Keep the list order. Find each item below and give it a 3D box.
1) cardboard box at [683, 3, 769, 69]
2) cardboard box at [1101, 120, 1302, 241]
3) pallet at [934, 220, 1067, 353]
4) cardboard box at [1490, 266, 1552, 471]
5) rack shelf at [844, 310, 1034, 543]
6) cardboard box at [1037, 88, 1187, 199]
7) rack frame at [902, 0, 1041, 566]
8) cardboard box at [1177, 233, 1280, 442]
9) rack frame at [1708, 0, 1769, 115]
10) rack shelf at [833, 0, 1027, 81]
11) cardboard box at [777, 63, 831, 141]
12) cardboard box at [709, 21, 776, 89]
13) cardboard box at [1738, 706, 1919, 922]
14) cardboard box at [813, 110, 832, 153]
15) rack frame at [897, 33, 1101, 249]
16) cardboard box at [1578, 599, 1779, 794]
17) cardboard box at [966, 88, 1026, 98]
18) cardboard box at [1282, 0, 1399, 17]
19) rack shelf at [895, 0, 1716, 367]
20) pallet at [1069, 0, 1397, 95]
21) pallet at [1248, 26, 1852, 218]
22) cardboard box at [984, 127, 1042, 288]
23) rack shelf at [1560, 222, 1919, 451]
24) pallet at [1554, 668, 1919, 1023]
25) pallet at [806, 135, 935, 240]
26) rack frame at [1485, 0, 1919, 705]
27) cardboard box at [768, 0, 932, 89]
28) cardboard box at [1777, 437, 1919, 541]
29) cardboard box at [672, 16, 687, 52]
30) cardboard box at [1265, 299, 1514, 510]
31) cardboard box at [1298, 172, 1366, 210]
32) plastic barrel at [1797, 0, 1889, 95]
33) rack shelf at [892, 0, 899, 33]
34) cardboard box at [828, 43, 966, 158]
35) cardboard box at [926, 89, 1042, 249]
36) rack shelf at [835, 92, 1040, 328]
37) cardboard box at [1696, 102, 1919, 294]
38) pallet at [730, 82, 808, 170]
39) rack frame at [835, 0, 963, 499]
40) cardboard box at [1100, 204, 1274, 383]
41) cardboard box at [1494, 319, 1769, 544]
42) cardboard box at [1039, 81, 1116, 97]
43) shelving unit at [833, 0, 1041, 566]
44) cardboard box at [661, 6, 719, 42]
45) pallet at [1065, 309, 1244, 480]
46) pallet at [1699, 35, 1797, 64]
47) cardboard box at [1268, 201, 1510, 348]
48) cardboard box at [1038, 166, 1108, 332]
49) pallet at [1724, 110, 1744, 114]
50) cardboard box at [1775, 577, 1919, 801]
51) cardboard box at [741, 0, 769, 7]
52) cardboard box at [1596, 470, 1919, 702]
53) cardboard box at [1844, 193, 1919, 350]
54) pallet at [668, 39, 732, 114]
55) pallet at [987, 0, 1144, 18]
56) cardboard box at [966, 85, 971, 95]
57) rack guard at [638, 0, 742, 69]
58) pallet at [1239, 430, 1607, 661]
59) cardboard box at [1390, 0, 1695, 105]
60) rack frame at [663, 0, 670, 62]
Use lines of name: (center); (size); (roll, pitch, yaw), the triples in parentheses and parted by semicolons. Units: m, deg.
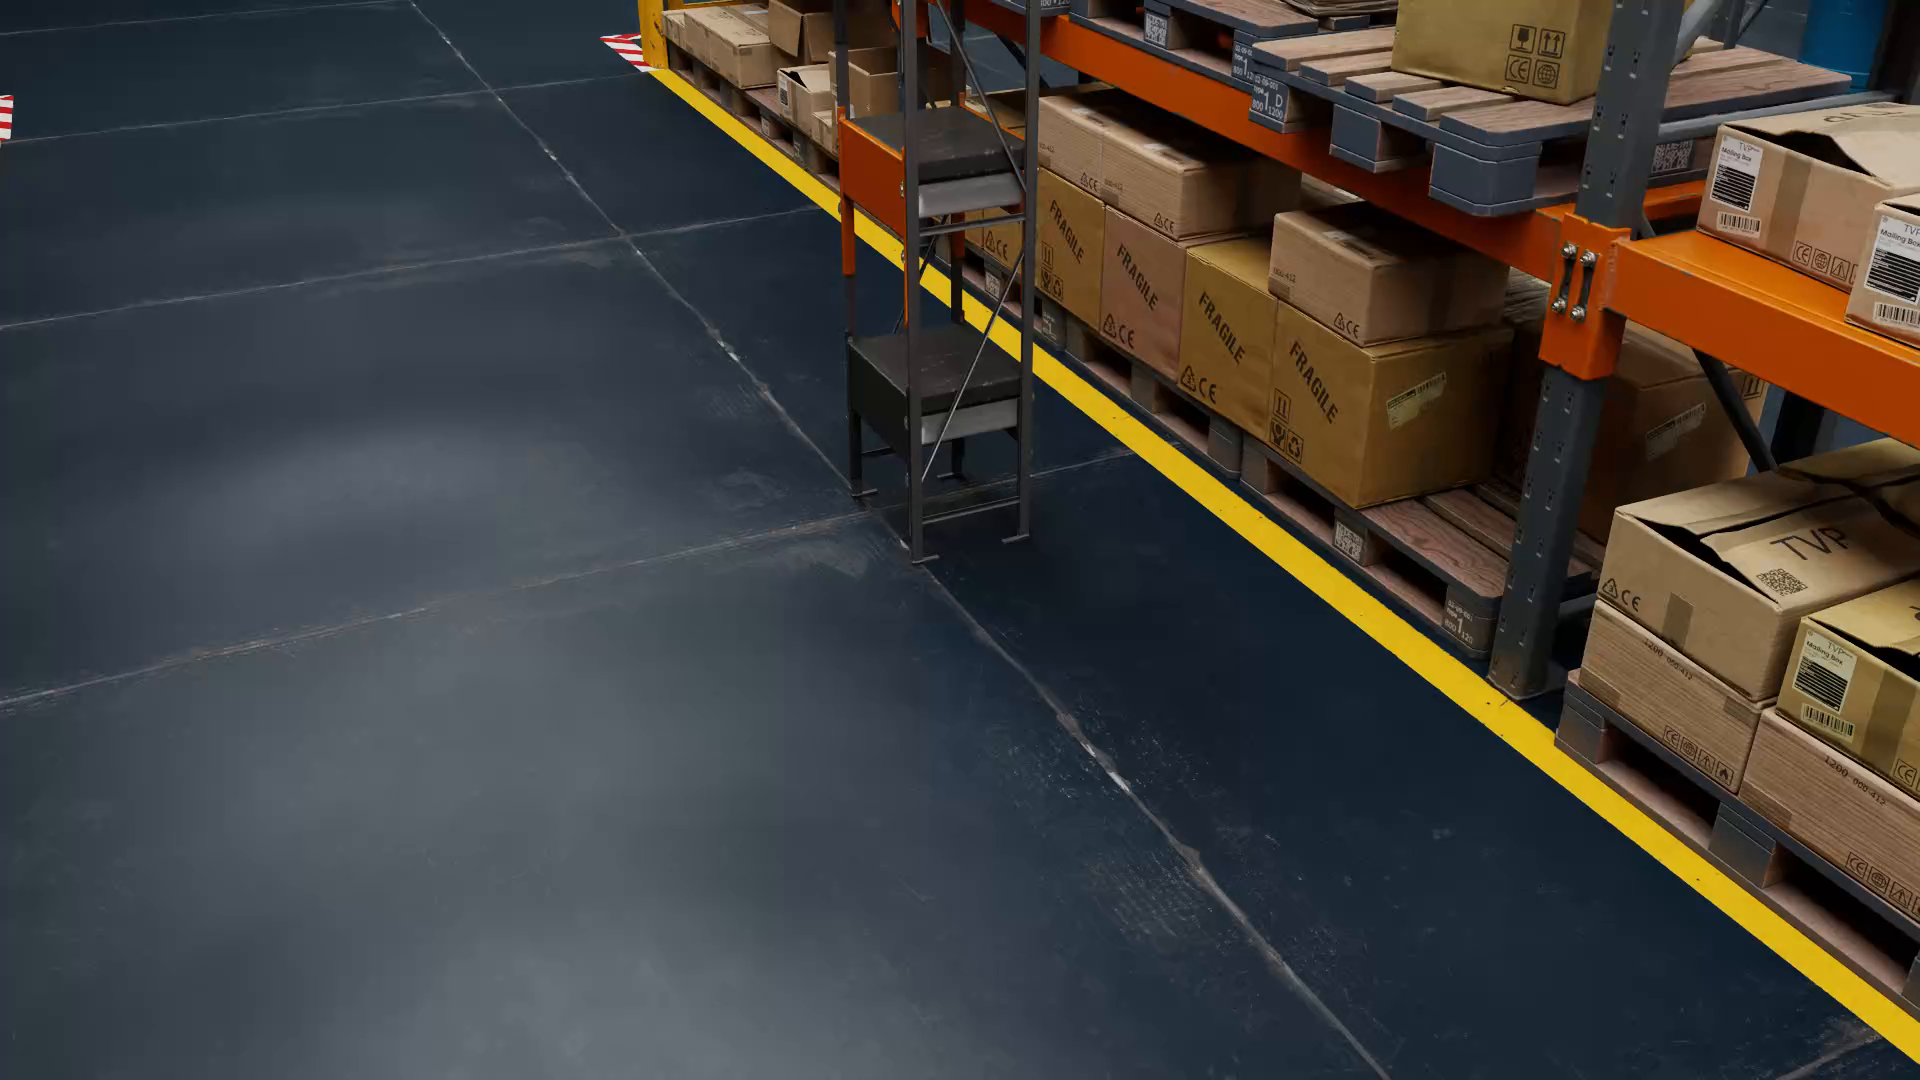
cardboard box: (-1.324, -3.004, 9.903); (0.500, 0.250, 0.500); (-13, 32, -22)
cardboard box: (0.834, -1.266, 5.780); (0.500, 0.250, 0.500); (-14, 32, -23)
pallet: (0.585, -1.198, 7.171); (1.003, 0.211, 1.213); (-13, 32, -22)
cardboard box: (1.751, -0.591, 5.344); (0.500, 0.500, 0.500); (-14, 32, -24)
rack shelf: (-0.071, -0.367, 5.216); (0.431, 0.518, 0.480); (-13, 32, -22)
cardboard box: (0.618, -1.488, 6.175); (0.500, 0.250, 0.500); (-13, 32, -22)
rack frame: (0.034, -0.881, 4.675); (0.400, 2.100, 0.015); (-13, 32, -22)
cardboard box: (1.083, -0.693, 5.524); (0.500, 0.500, 0.500); (-14, 32, -24)
rack frame: (4.676, -3.804, 8.967); (1.000, 3.000, 0.127); (-13, 32, -22)
rack shelf: (-0.071, -1.588, 4.531); (0.431, 0.518, 0.480); (-13, 32, -22)
cardboard box: (-0.622, -2.308, 8.599); (0.500, 0.311, 0.500); (-13, 32, -22)
cardboard box: (-1.110, -2.784, 9.509); (0.500, 0.250, 0.500); (-13, 32, -22)
cardboard box: (2.095, 0.532, 3.616); (0.500, 0.250, 0.500); (-14, 32, -23)
cardboard box: (-0.515, -2.059, 8.320); (0.380, 0.149, 0.250); (-13, 32, -22)
rack frame: (0.201, -2.766, 7.115); (1.000, 3.000, 0.127); (-13, 32, -22)
cardboard box: (1.878, 0.311, 4.011); (0.500, 0.250, 0.500); (-13, 32, -22)
cardboard box: (0.216, -2.016, 8.077); (0.500, 0.311, 0.500); (-13, 32, -22)
cardboard box: (1.326, -1.924, 5.083); (0.700, 0.500, 0.500); (-7, 30, -13)
rack shelf: (1.060, -1.568, 5.715); (1.077, 0.370, 4.000); (-13, 32, -22)
pallet: (1.079, -1.773, 5.541); (1.003, 0.211, 1.213); (-13, 32, -22)
pallet: (1.564, -1.200, 4.519); (1.213, 0.211, 1.003); (-13, 32, -22)
cardboard box: (0.428, -1.369, 6.730); (0.500, 0.500, 0.500); (-13, 32, -21)
rack shelf: (2.777, 0.199, 2.564); (1.077, 0.370, 4.000); (-13, 32, -22)
pallet: (2.237, 0.589, 3.983); (1.003, 0.211, 1.213); (-13, 32, -22)
pallet: (-0.093, -1.853, 8.338); (1.003, 0.211, 1.213); (-13, 32, -22)
rack frame: (1.918, -0.999, 3.964); (1.000, 3.000, 0.127); (-13, 32, -22)
cardboard box: (-0.610, -2.697, 9.096); (0.797, 0.503, 0.637); (-13, 32, -22)
cardboard box: (2.366, -0.047, 4.076); (0.500, 0.311, 0.500); (-12, 32, -21)
cardboard box: (-1.539, -3.121, 10.196); (0.380, 0.166, 0.250); (-13, 32, -22)
cardboard box: (1.305, -0.464, 5.117); (0.500, 0.500, 0.500); (-12, 31, -20)
cardboard box: (1.312, -1.043, 6.150); (0.500, 0.500, 0.500); (-14, 32, -24)
plastic barrel: (4.895, -2.828, 8.942); (0.600, 0.901, 0.708); (-13, 32, -22)
rack shelf: (-0.657, -3.335, 8.867); (1.077, 0.370, 4.000); (-13, 32, -22)
cardboard box: (-0.300, -2.059, 7.961); (0.500, 0.500, 0.500); (-13, 32, -22)
cardboard box: (0.189, -1.602, 7.147); (0.500, 0.500, 0.500); (-15, 32, -24)
rack shelf: (-0.071, -0.977, 4.874); (0.431, 0.518, 0.480); (-13, 32, -22)
cardboard box: (2.035, -0.790, 3.683); (0.500, 0.311, 0.500); (-11, 31, -19)
pallet: (-0.620, -2.392, 9.301); (1.003, 0.211, 1.213); (-13, 32, -22)
rack frame: (-0.176, -1.097, 5.059); (0.400, 2.100, 0.015); (-13, 32, -22)
cardboard box: (0.852, -0.923, 5.936); (0.500, 0.500, 0.500); (-14, 32, -24)
cardboard box: (1.981, -0.361, 4.933); (0.500, 0.500, 0.500); (-12, 31, -20)
cardboard box: (0.672, -1.709, 7.337); (0.500, 0.500, 0.500); (-13, 32, -22)
shelving unit: (-0.071, -0.989, 4.867); (0.431, 2.100, 0.503); (-13, 32, -22)
cardboard box: (-1.647, -3.224, 10.397); (0.380, 0.149, 0.250); (-13, 32, -22)
pallet: (1.112, -0.658, 6.208); (1.003, 0.211, 1.213); (-13, 32, -22)
pallet: (4.326, -2.904, 10.214); (1.003, 0.211, 1.213); (-13, 32, -22)
cardboard box: (1.277, -0.815, 4.976); (0.500, 0.250, 0.500); (-12, 31, -20)
cardboard box: (0.636, -1.147, 6.334); (0.500, 0.500, 0.500); (-13, 32, -21)
pallet: (4.970, -2.238, 9.025); (1.003, 0.211, 1.213); (-13, 32, -22)
cardboard box: (2.111, 0.296, 3.463); (0.500, 0.311, 0.500); (-14, 32, -23)
cardboard box: (-1.060, -3.446, 10.434); (0.500, 0.500, 0.500); (-13, 32, -22)
cardboard box: (1.878, 0.066, 3.874); (0.500, 0.311, 0.500); (-12, 31, -20)
cardboard box: (2.127, -0.524, 3.209); (0.500, 0.311, 0.500); (-13, 32, -23)
pallet: (-1.140, -2.931, 10.261); (1.003, 0.211, 1.213); (-13, 32, -22)
pallet: (0.446, -2.306, 6.492); (1.003, 0.211, 1.213); (-13, 32, -22)
cardboard box: (-0.164, -2.332, 8.790); (0.380, 0.166, 0.250); (-13, 32, -22)
rack guard: (-1.483, -3.409, 10.818); (1.175, 0.500, 0.348); (-13, 32, -22)
pallet: (1.632, -0.120, 5.248); (1.003, 0.211, 1.213); (-13, 32, -22)
cardboard box: (1.546, -1.480, 4.291); (0.700, 0.500, 0.500); (-26, 38, -38)
rack frame: (-1.516, -4.532, 10.266); (1.000, 3.000, 0.127); (-13, 32, -22)
